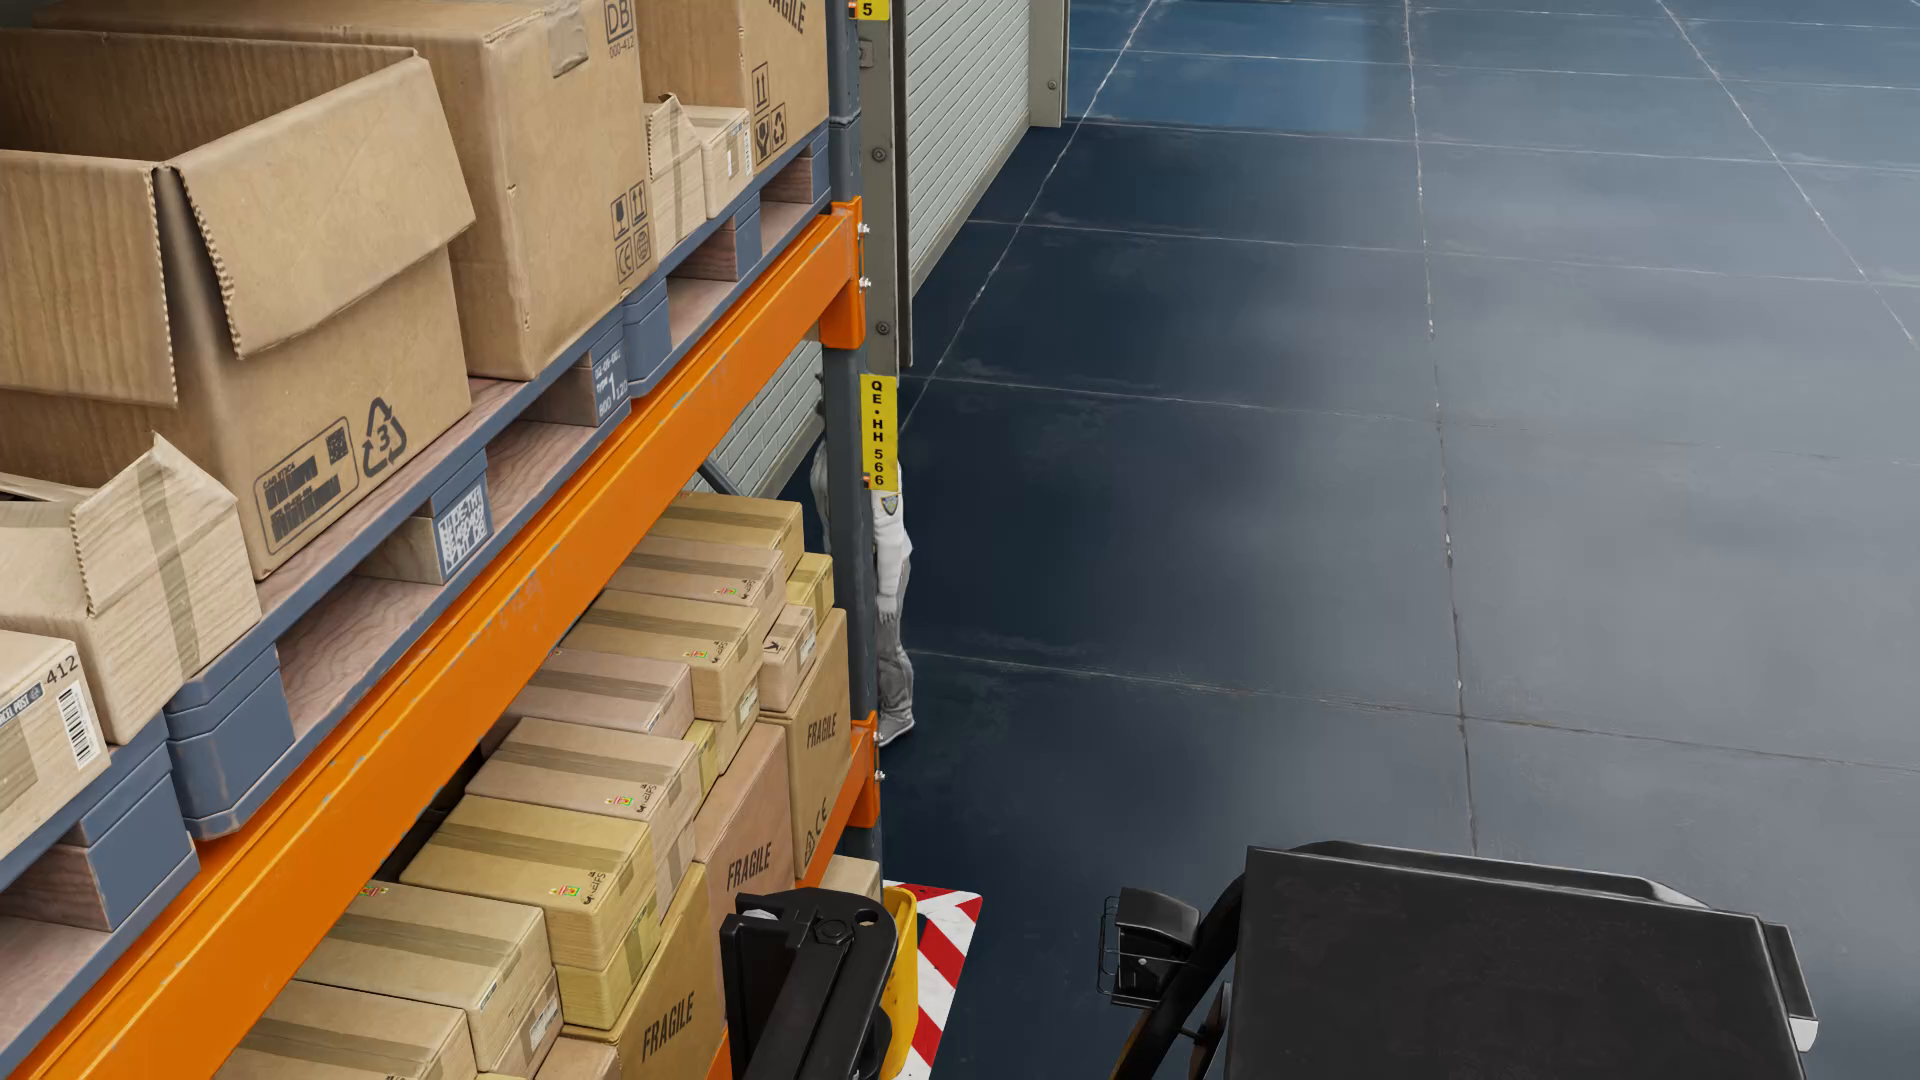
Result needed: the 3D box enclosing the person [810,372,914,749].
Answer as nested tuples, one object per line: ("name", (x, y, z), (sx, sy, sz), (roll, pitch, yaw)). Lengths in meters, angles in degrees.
("person", (-0.343, 0.091, 6.427), (0.449, 1.667, 0.509), (-20, 35, -31))
